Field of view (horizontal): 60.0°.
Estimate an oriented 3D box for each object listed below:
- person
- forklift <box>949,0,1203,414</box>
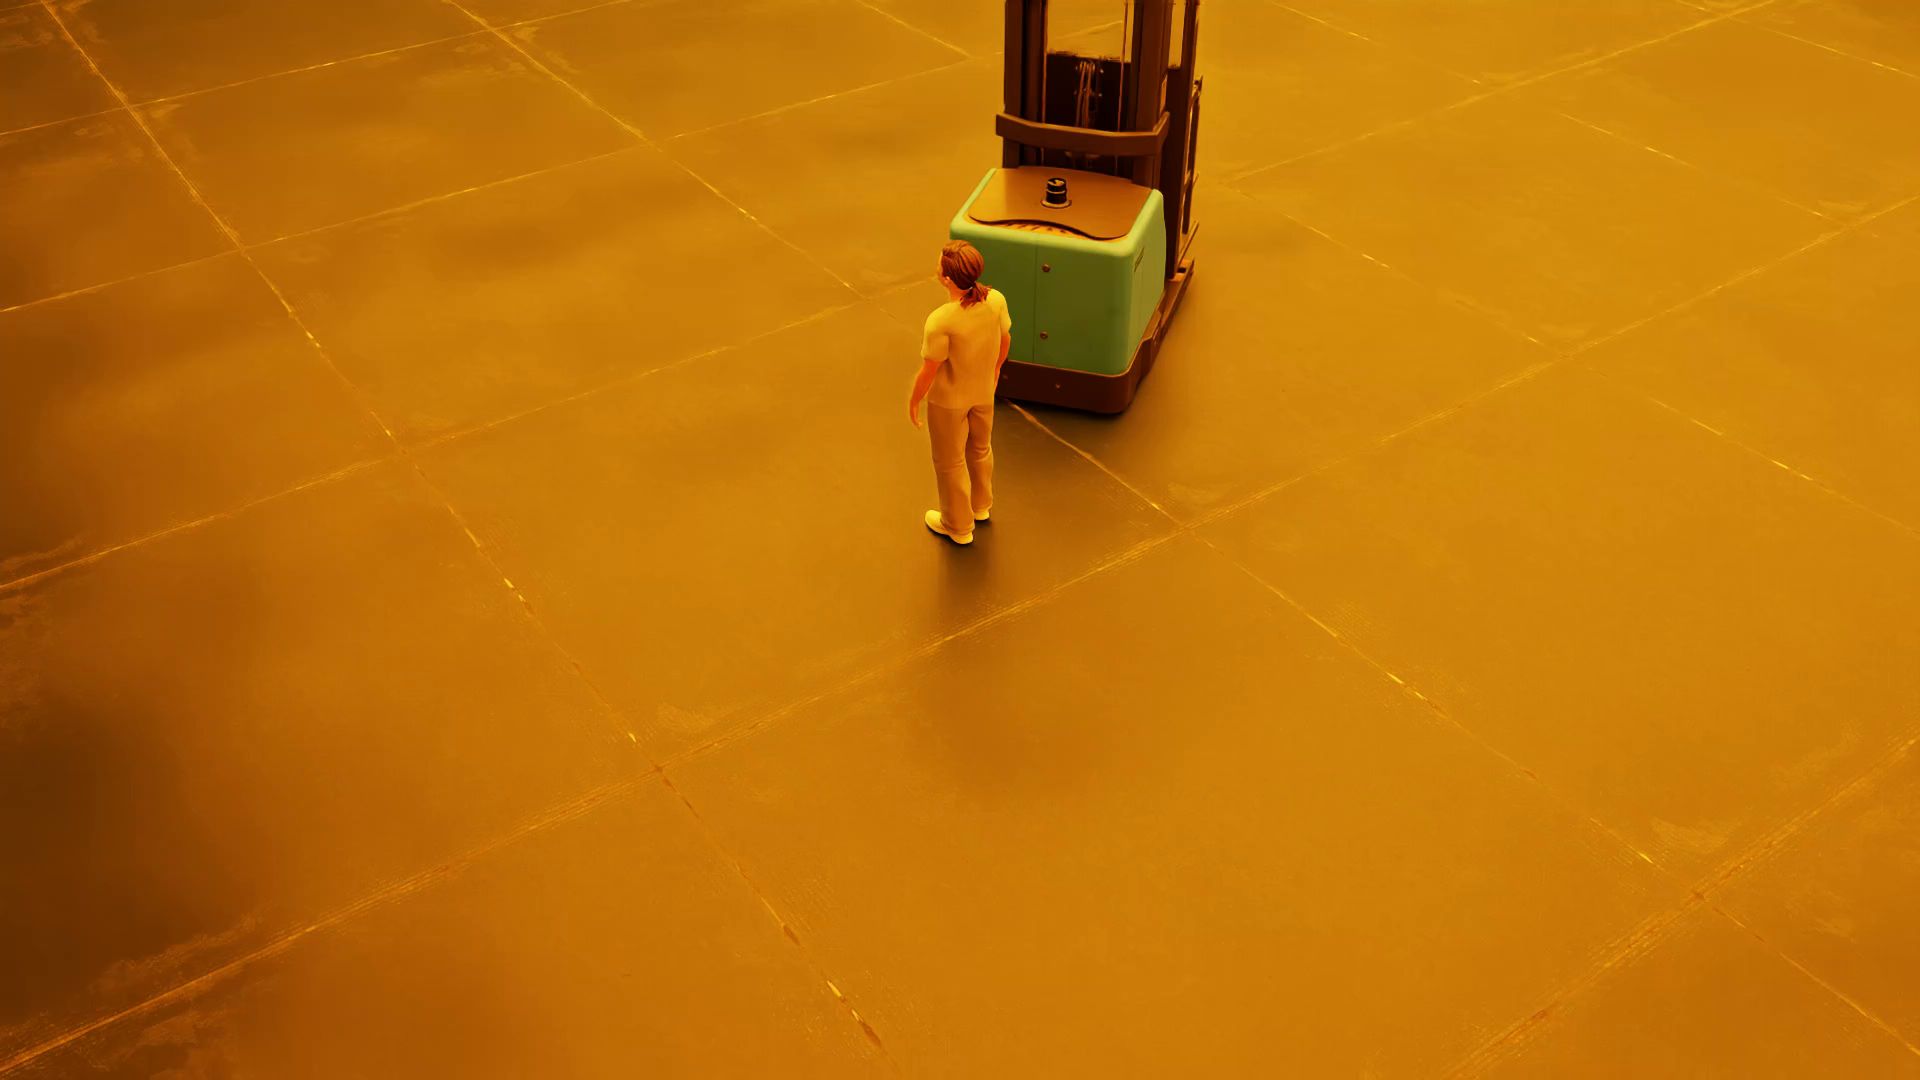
[{"bbox_3d":[-0.032,-0.720,7.962,0.549,1.673,0.548,-23,42,-28],"label":"person"},{"bbox_3d":[0.861,-2.757,9.673,1.130,2.935,3.031,11,38,14],"label":"forklift"}]
